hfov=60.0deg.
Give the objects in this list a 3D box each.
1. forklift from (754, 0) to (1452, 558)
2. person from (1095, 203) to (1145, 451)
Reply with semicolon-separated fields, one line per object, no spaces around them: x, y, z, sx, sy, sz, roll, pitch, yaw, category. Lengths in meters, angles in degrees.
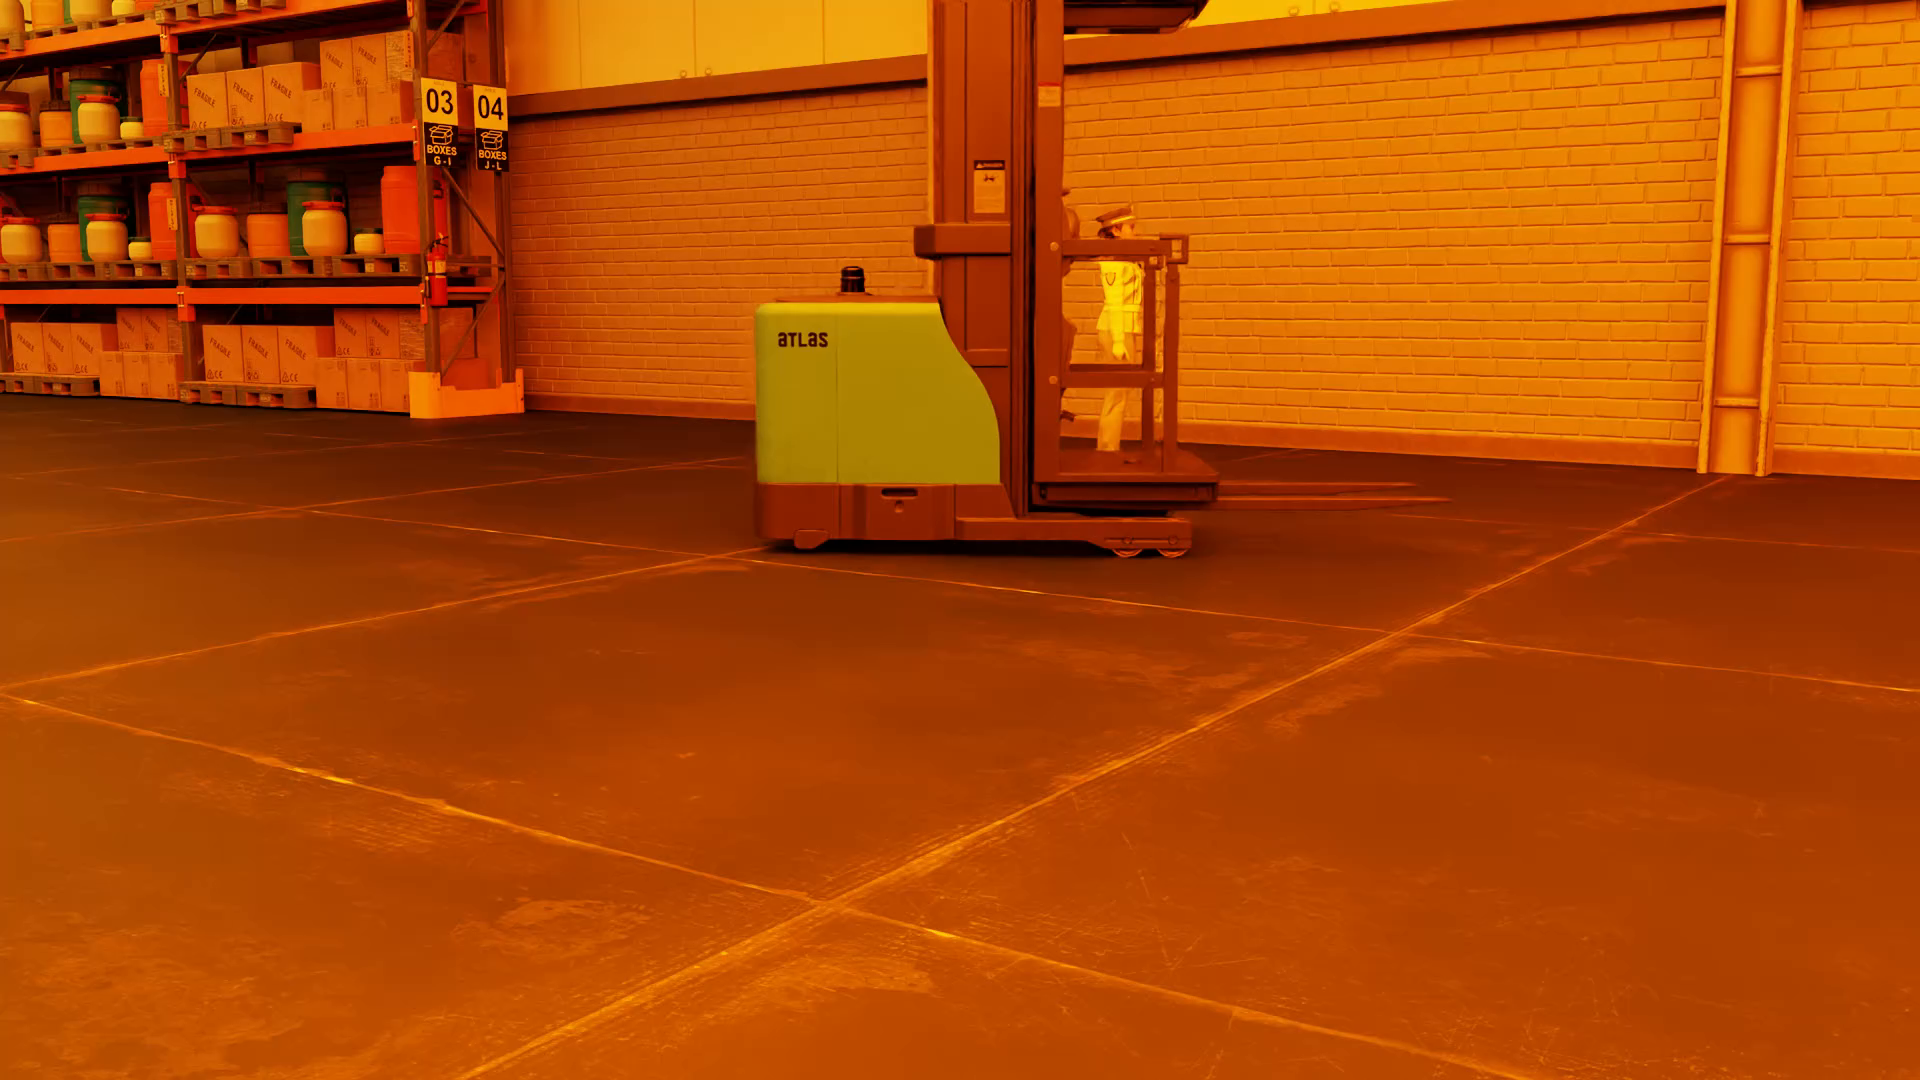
0.633;-1.452;7.406;3.031;2.935;1.130;0;8;1;forklift
1.010;-1.256;10.446;0.334;1.691;0.466;1;8;9;person
